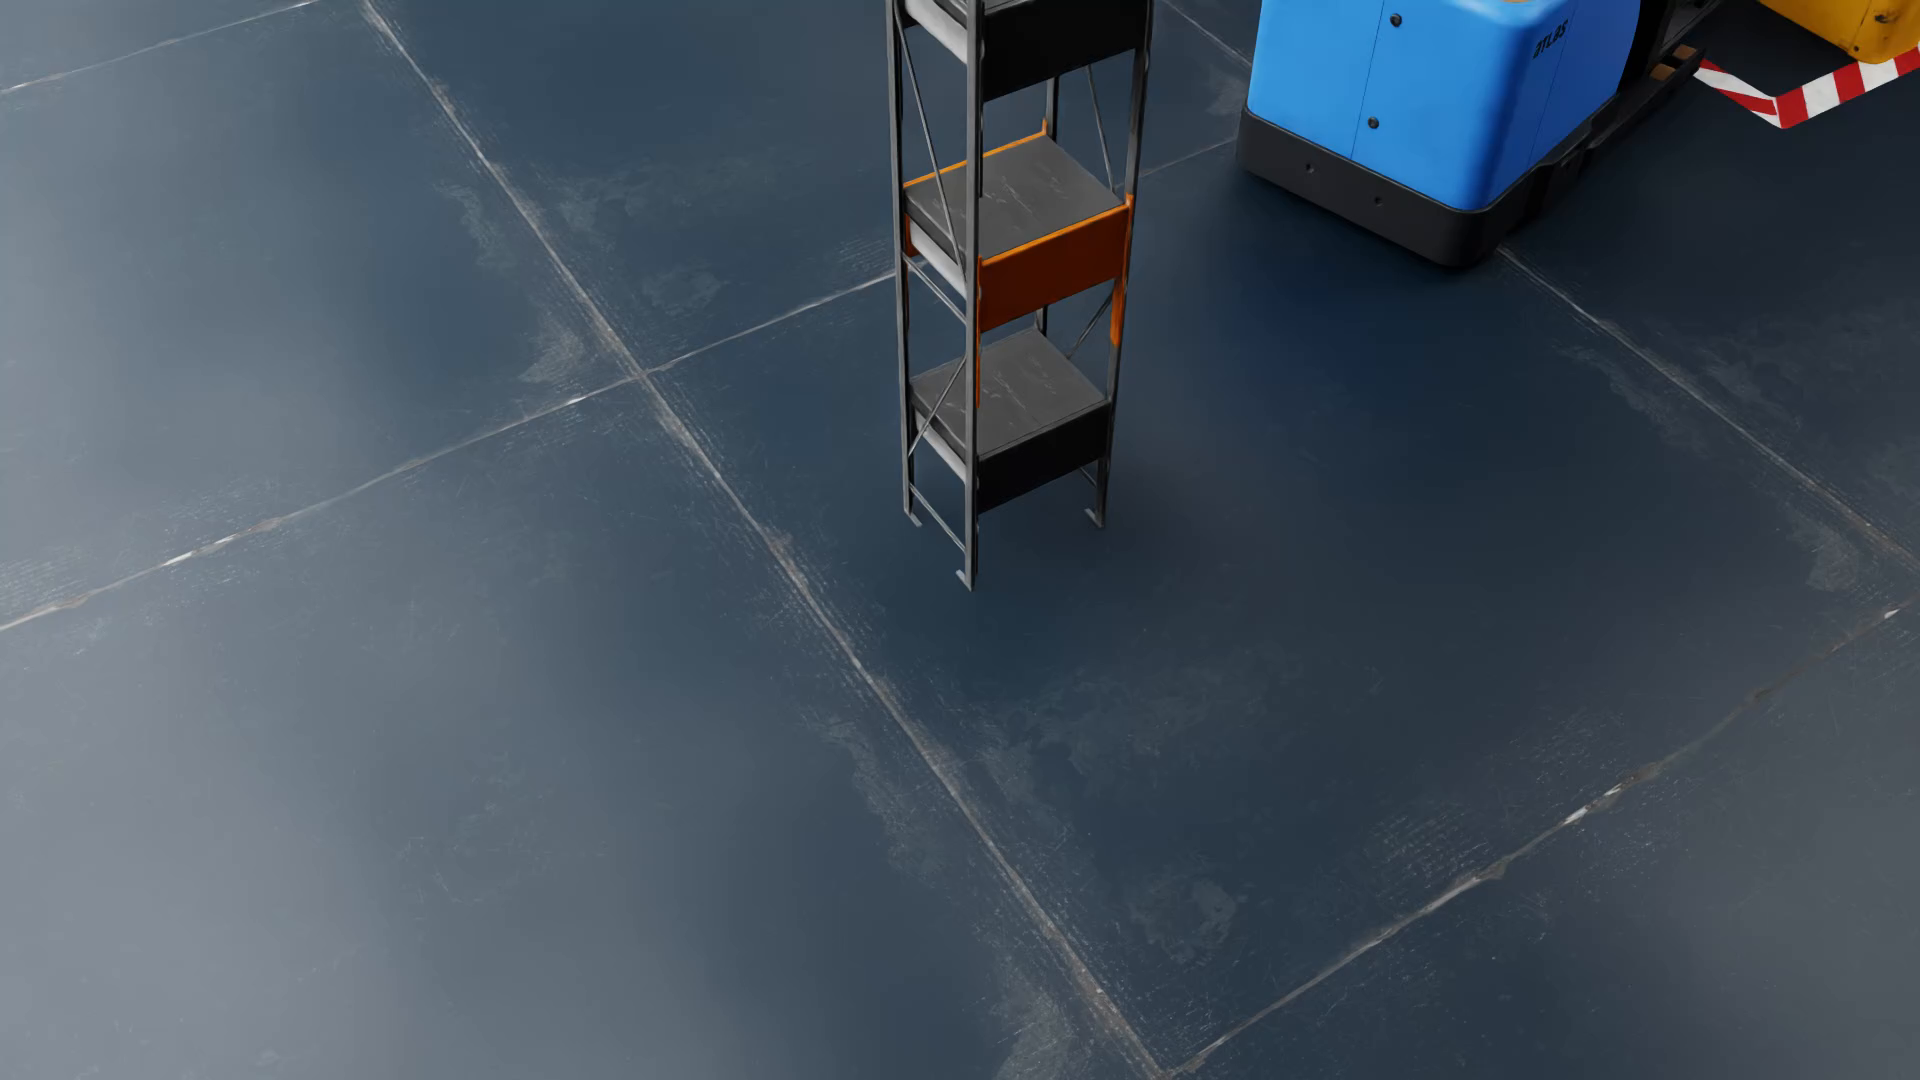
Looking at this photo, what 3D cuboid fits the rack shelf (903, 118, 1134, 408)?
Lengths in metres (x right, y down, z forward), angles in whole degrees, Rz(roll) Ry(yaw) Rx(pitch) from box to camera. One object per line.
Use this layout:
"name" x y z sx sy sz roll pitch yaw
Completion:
"rack shelf" 0.140 -0.755 4.535 0.480 0.518 0.431 -25 53 -21

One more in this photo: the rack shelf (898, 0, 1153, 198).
"rack shelf" 0.140 -1.221 4.012 0.480 0.518 0.431 -25 53 -21

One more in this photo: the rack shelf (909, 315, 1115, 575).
"rack shelf" 0.140 -0.290 5.058 0.480 0.518 0.431 -25 53 -21

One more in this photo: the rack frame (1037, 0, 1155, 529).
"rack frame" 0.346 -0.861 4.611 0.015 2.100 0.400 -25 53 -21

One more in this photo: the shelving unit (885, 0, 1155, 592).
"shelving unit" 0.140 -0.764 4.525 0.503 2.100 0.431 -25 53 -21

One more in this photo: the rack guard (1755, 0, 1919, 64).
"rack guard" 3.687 -2.600 7.231 0.348 0.500 1.175 -25 53 -21

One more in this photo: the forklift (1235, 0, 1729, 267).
"forklift" 2.433 -2.987 5.947 1.130 2.935 3.031 34 57 26

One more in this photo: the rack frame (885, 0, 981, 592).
"rack frame" -0.066 -0.667 4.438 0.015 2.100 0.400 -25 53 -21
